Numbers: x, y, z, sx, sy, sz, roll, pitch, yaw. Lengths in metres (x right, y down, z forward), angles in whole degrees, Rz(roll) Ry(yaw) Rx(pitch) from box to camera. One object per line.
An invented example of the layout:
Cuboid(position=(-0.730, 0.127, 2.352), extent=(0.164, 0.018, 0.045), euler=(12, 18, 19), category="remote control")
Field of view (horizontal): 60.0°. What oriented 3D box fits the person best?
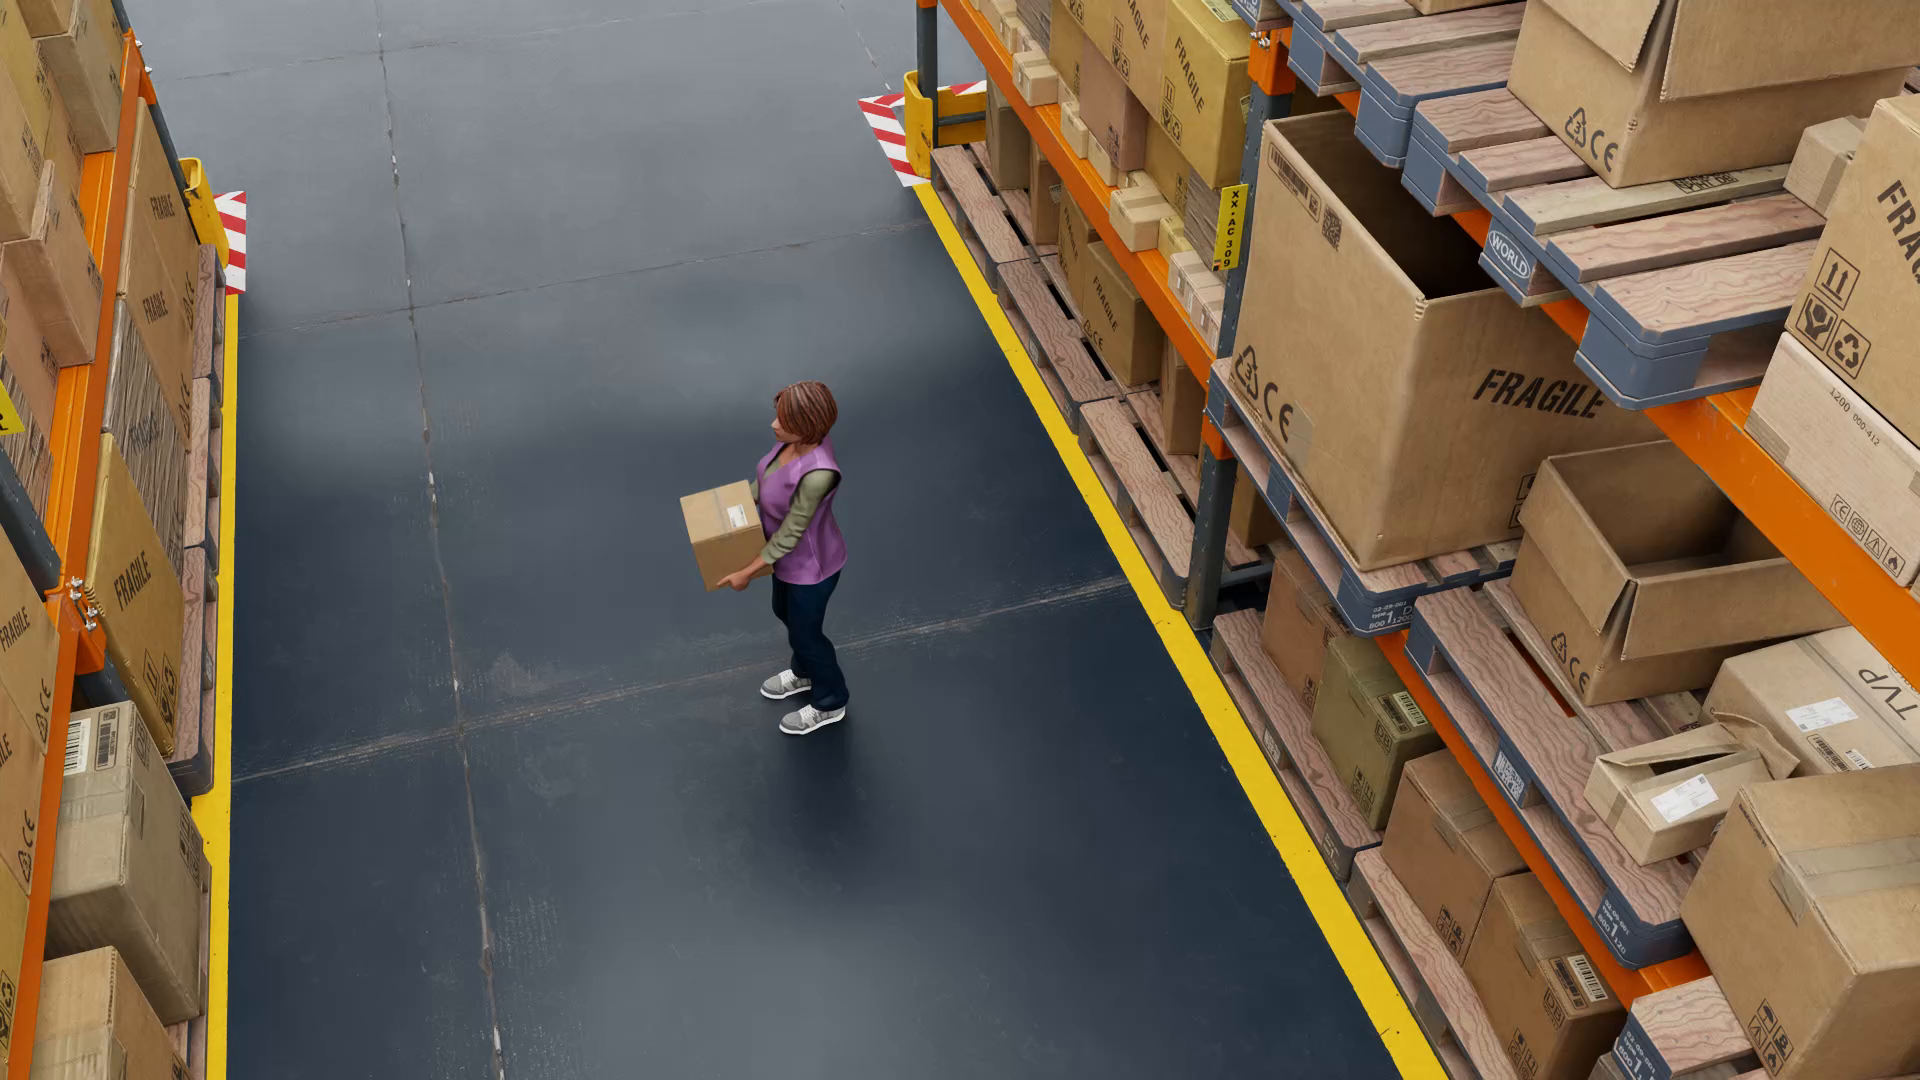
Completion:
Cuboid(position=(-0.660, 0.080, 6.087), extent=(0.493, 1.592, 0.404), euler=(-11, 44, -12), category="person")
